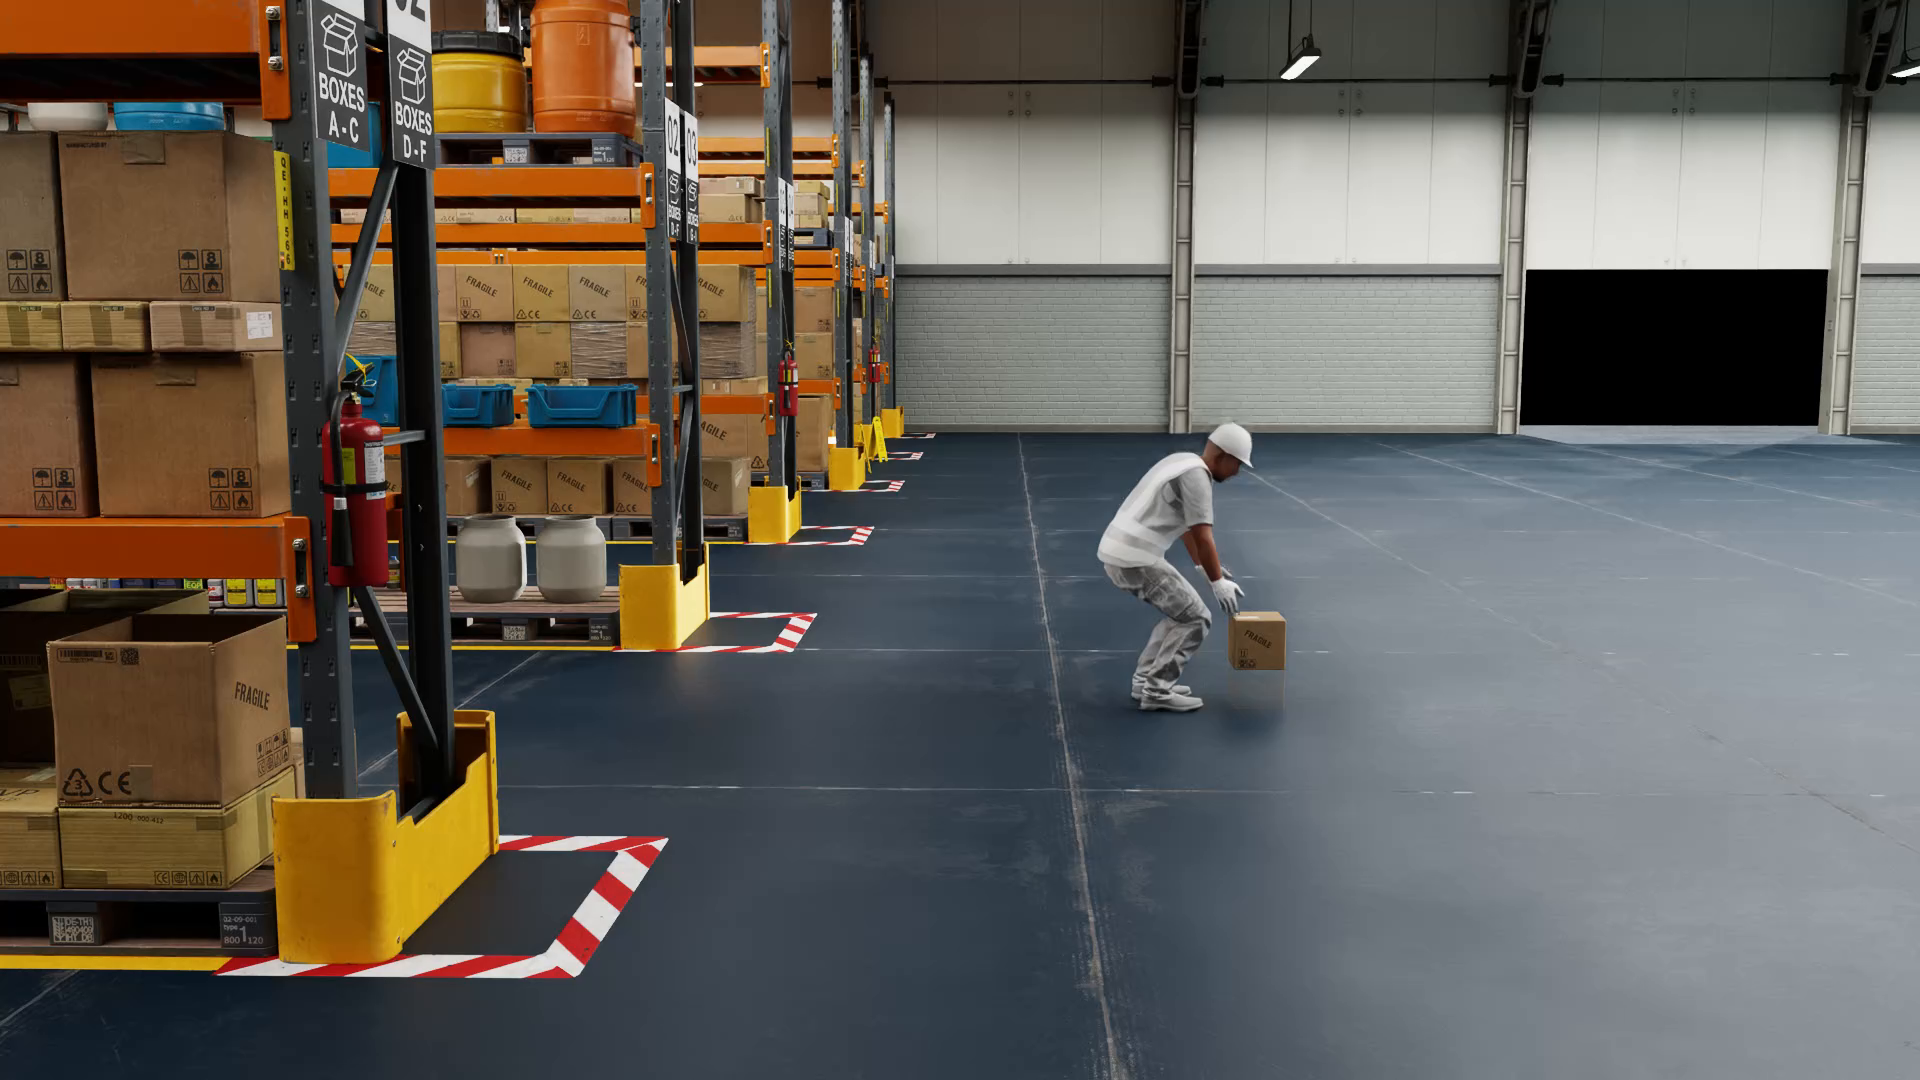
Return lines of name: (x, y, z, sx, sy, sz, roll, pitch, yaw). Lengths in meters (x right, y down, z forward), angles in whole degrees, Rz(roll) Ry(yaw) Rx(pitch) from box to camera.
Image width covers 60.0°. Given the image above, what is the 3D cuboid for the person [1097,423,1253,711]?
person: (1.074, 0.122, 8.341, 0.772, 1.412, 0.613, 0, 7, 1)
